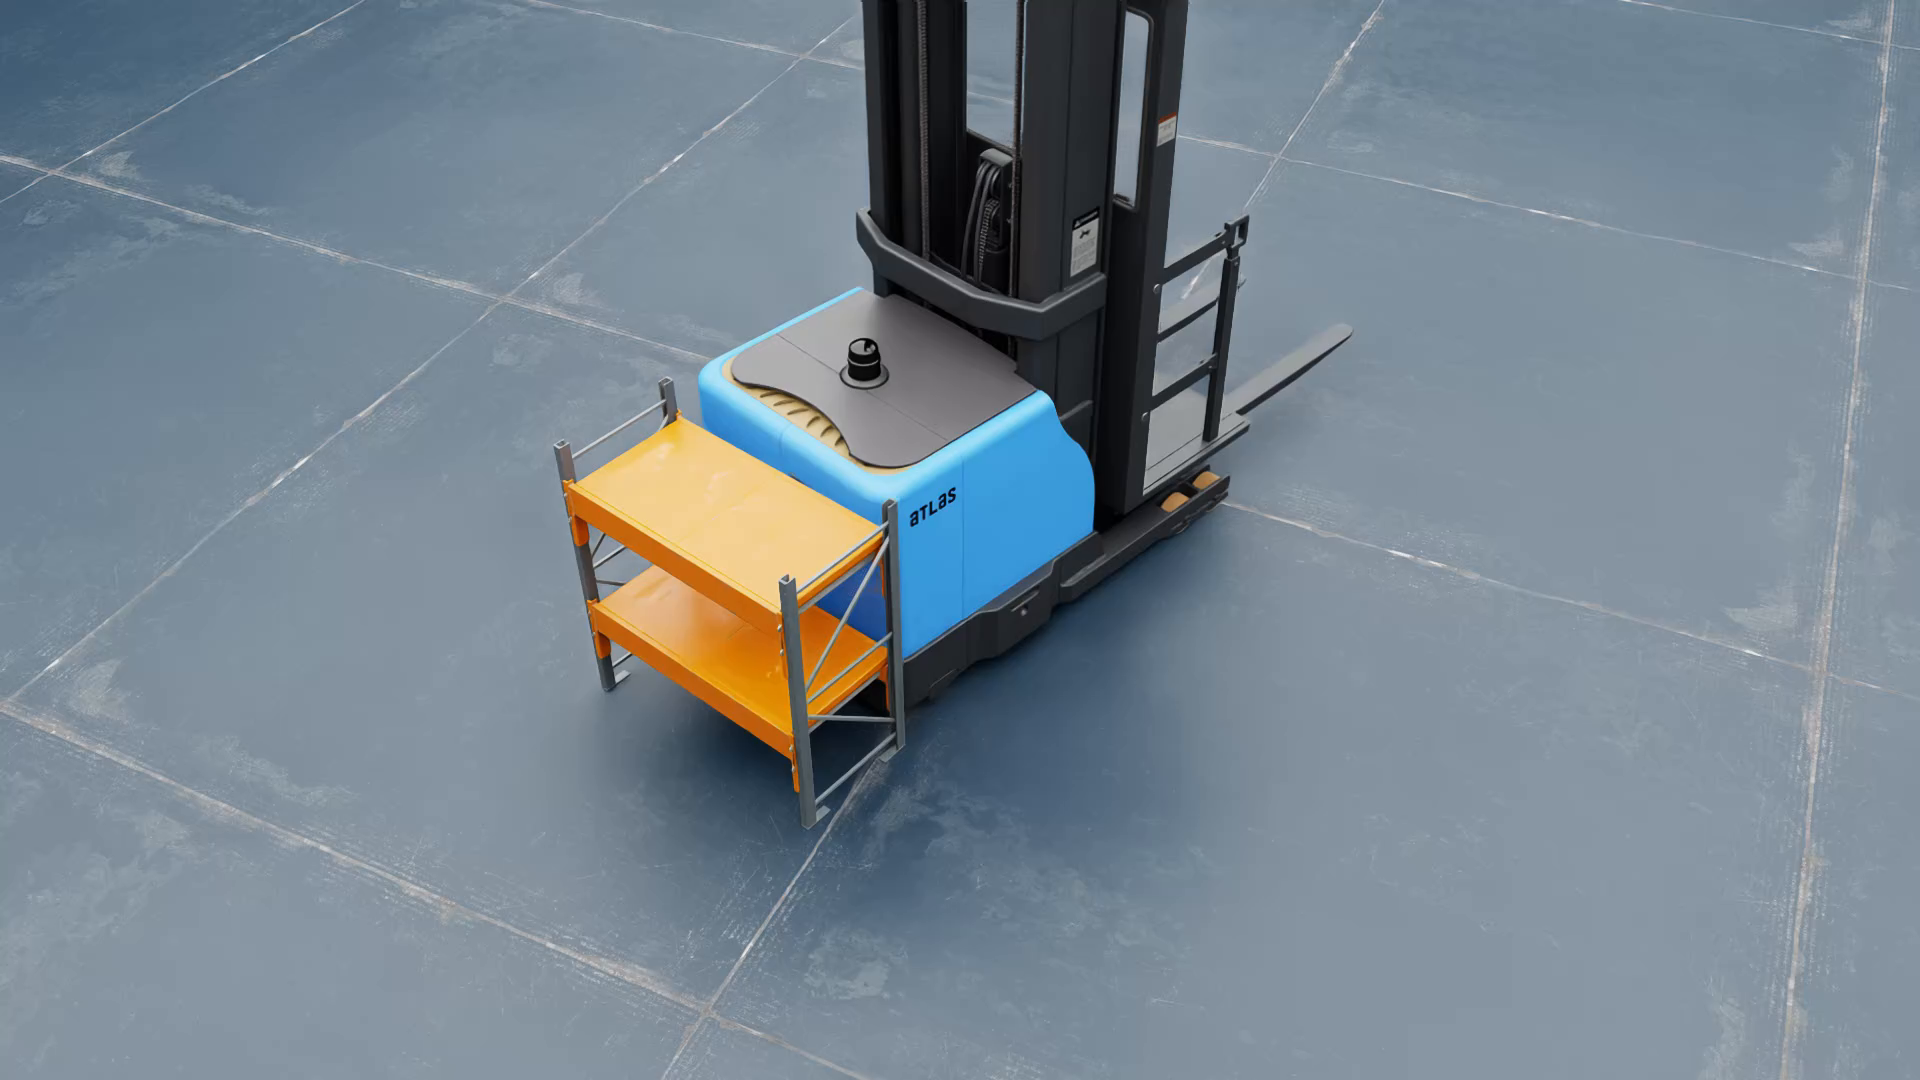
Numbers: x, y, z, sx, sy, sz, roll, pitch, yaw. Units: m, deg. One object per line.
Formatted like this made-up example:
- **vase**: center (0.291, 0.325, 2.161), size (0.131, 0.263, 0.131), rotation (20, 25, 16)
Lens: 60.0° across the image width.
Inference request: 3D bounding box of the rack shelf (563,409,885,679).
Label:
- **rack shelf**: center (-0.756, -0.010, 5.456), size (1.000, 0.278, 0.538), rotation (29, 48, 29)

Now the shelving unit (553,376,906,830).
- **shelving unit**: center (-0.756, 0.211, 5.648), size (1.048, 1.125, 0.538), rotation (29, 48, 29)

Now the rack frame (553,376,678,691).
- **rack frame**: center (-1.147, -0.002, 5.893), size (0.032, 1.125, 0.500), rotation (29, 48, 29)

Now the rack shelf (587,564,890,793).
- **rack shelf**: center (-0.756, 0.396, 5.808), size (1.000, 0.278, 0.538), rotation (29, 48, 29)

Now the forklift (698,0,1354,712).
- **forklift**: center (0.468, -1.352, 6.072), size (3.031, 2.935, 1.130), rotation (-33, 51, -32)

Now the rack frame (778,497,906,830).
- **rack frame**: center (-0.365, 0.424, 5.402), size (0.032, 1.125, 0.500), rotation (29, 48, 29)
